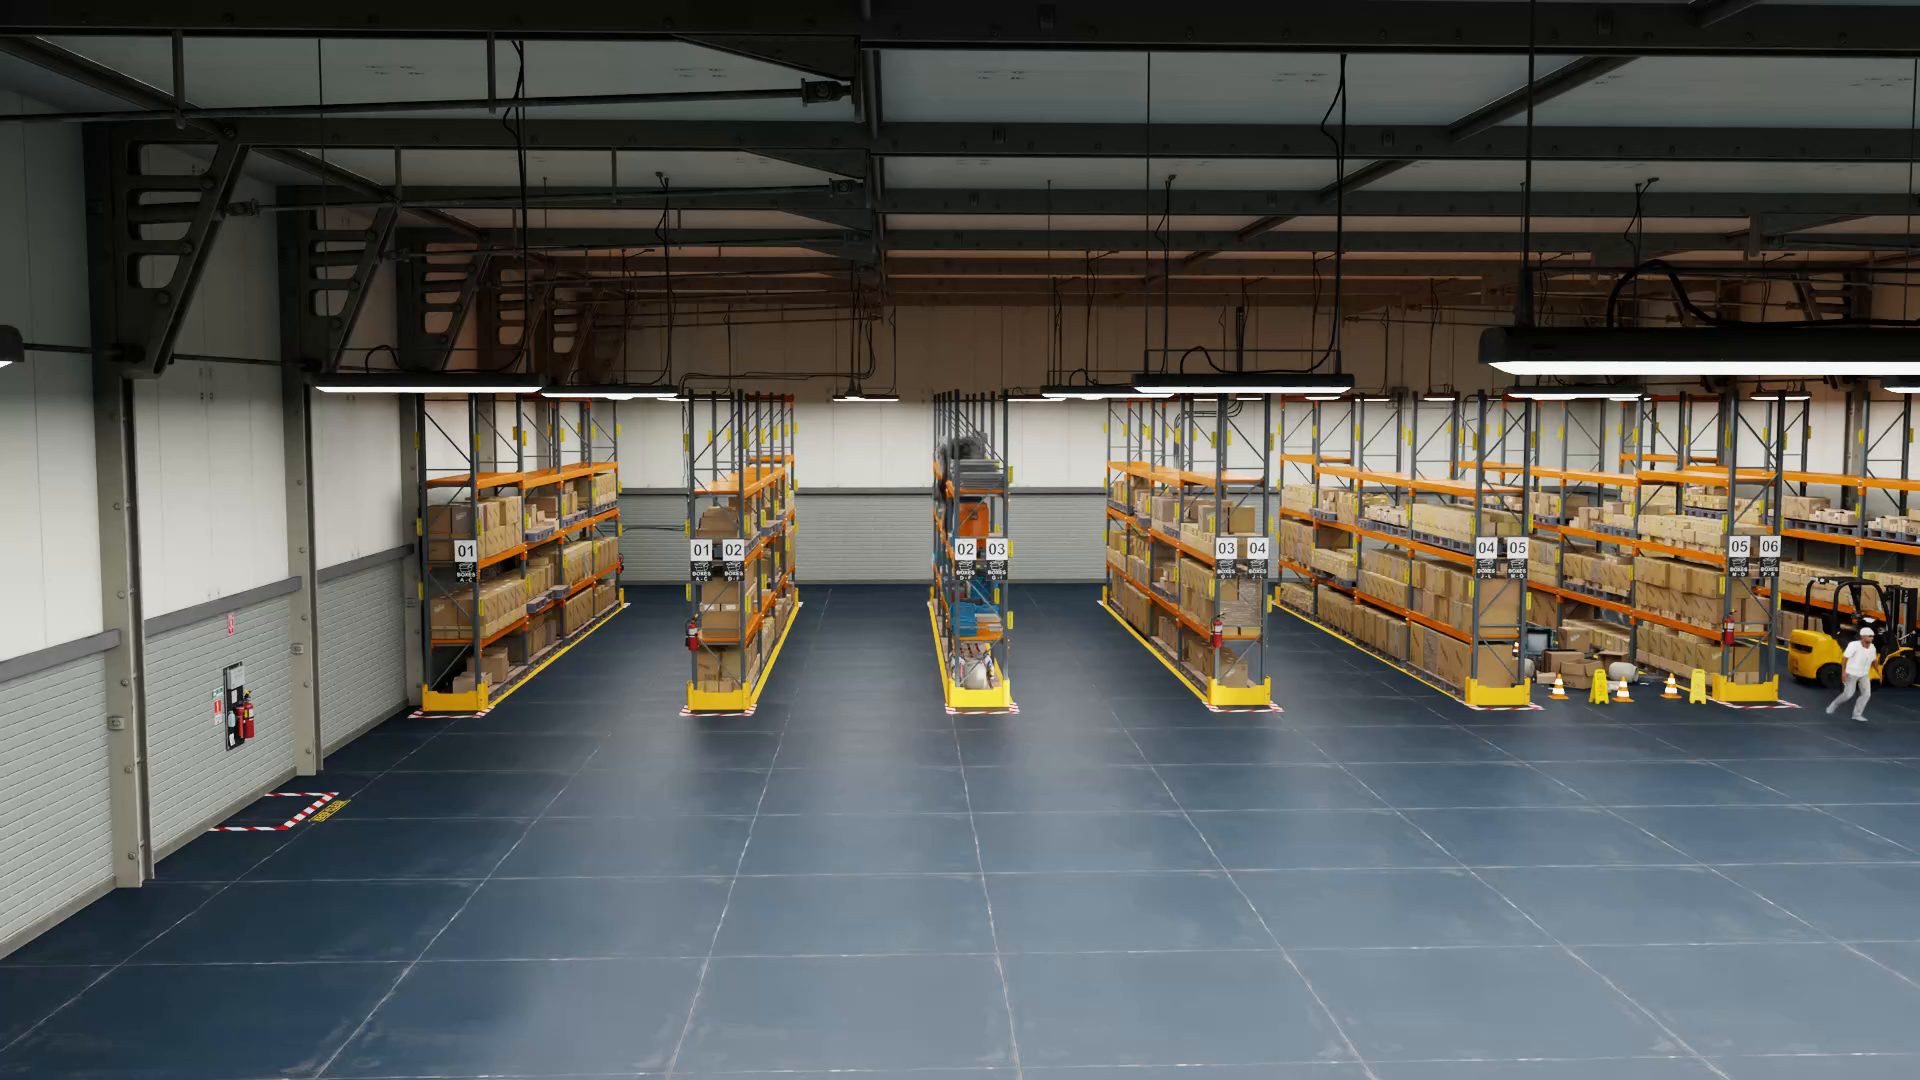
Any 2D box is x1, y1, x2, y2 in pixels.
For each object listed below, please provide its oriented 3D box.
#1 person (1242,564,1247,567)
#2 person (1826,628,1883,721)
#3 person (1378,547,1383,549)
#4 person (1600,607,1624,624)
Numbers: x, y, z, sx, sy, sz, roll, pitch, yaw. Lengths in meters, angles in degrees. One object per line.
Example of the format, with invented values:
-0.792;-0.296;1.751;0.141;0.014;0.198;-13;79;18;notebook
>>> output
8.143;0.975;48.059;0.698;1.729;0.666;4;6;39;person
16.265;2.412;30.227;0.764;1.700;0.776;-1;5;-15;person
11.879;1.061;46.598;0.625;1.725;1.012;-2;5;-27;person
16.906;1.380;43.280;0.574;1.660;0.955;-1;5;-15;person
